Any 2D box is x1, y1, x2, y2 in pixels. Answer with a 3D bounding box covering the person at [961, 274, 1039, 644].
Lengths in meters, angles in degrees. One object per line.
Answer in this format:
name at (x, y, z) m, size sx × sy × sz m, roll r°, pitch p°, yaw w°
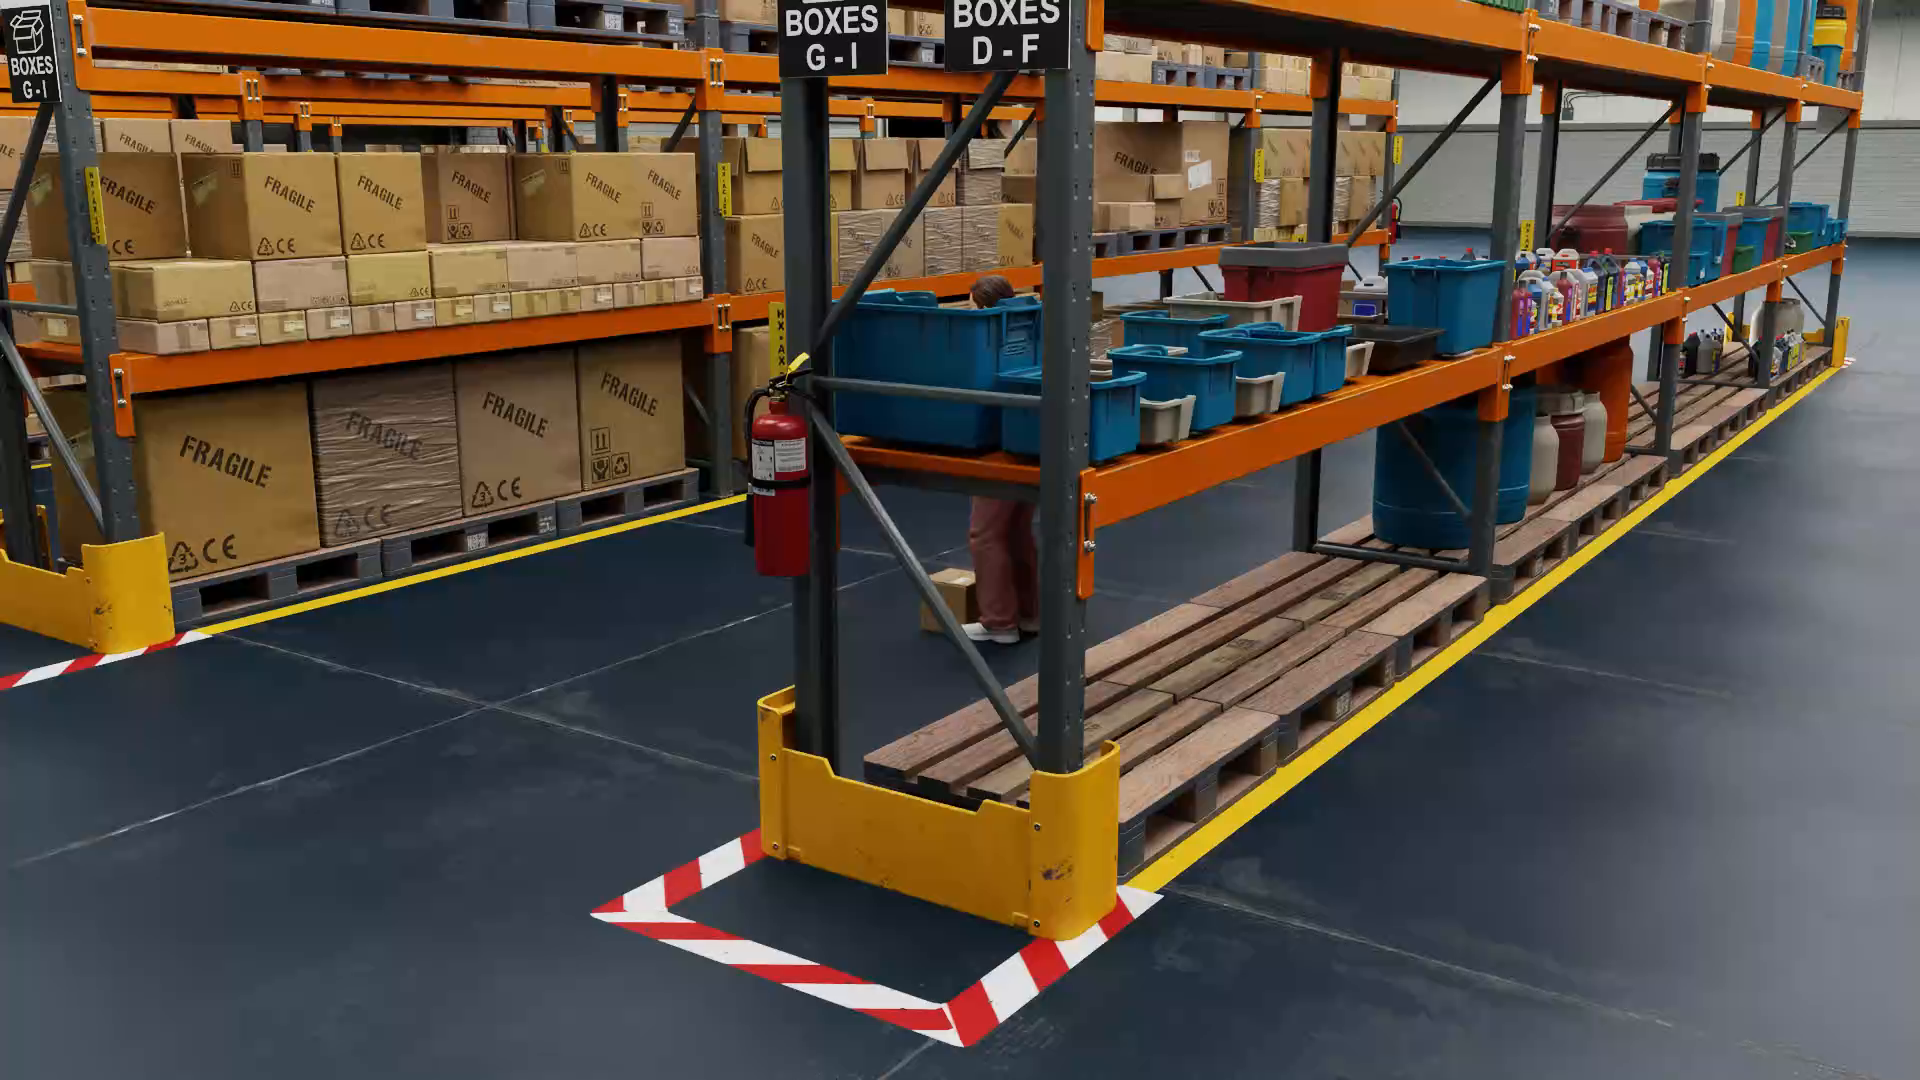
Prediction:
person at (0.199, -0.367, 7.574) m, size 0.362 × 1.671 × 0.511 m, roll 8°, pitch 15°, yaw 30°
